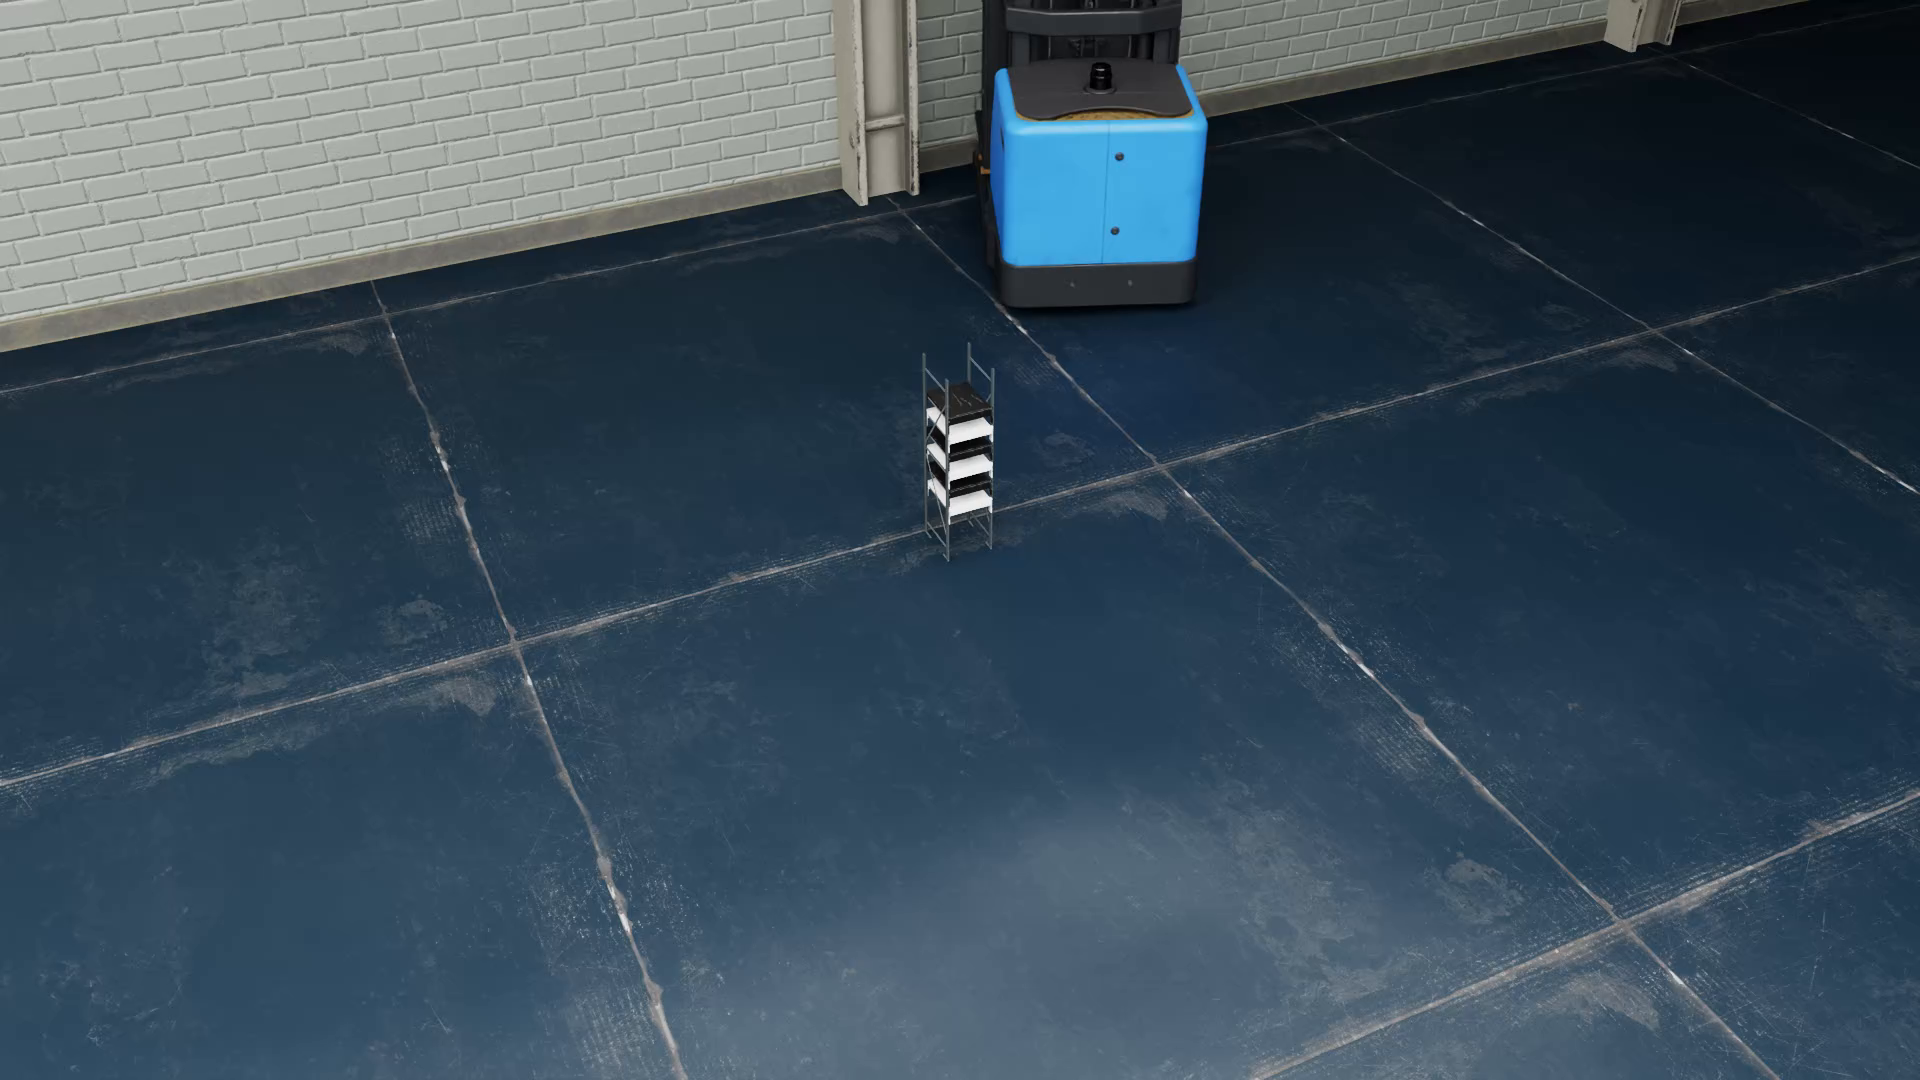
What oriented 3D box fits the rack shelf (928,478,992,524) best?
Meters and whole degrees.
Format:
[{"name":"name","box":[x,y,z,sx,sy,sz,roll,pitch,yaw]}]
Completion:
[{"name":"rack shelf","box":[-0.007,-0.188,7.106,0.200,0.077,0.258,-16,39,-20]}]

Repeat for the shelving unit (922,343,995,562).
[{"name":"shelving unit","box":[-0.007,-0.359,6.979,0.210,0.900,0.258,-16,39,-20]}]

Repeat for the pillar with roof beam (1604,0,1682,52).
[{"name":"pillar with roof beam","box":[6.776,-4.942,6.359,0.400,9.000,9.100,-16,39,-20]}]

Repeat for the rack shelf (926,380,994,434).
[{"name":"rack shelf","box":[-0.007,-0.549,6.838,0.200,0.077,0.258,-16,39,-20]}]

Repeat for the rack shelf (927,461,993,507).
[{"name":"rack shelf","box":[-0.007,-0.260,7.053,0.200,0.077,0.258,-16,39,-20]}]

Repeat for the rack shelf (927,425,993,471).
[{"name":"rack shelf","box":[-0.007,-0.405,6.945,0.200,0.077,0.258,-16,39,-20]}]

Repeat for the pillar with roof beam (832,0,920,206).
[{"name":"pillar with roof beam","box":[1.344,-3.423,4.312,0.400,9.000,9.100,-16,39,-20]}]

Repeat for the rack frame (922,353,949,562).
[{"name":"rack frame","box":[-0.099,-0.334,6.944,0.006,0.900,0.240,-16,39,-20]}]

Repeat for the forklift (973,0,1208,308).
[{"name":"forklift","box":[0.660,-3.261,9.186,1.130,2.935,3.031,-2,37,-2]}]

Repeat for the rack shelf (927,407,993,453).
[{"name":"rack shelf","box":[-0.007,-0.477,6.892,0.200,0.077,0.258,-16,39,-20]}]

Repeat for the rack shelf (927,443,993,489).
[{"name":"rack shelf","box":[-0.007,-0.333,6.999,0.200,0.077,0.258,-16,39,-20]}]

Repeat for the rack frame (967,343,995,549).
[{"name":"rack frame","box":[0.085,-0.385,7.014,0.006,0.900,0.240,-16,39,-20]}]
